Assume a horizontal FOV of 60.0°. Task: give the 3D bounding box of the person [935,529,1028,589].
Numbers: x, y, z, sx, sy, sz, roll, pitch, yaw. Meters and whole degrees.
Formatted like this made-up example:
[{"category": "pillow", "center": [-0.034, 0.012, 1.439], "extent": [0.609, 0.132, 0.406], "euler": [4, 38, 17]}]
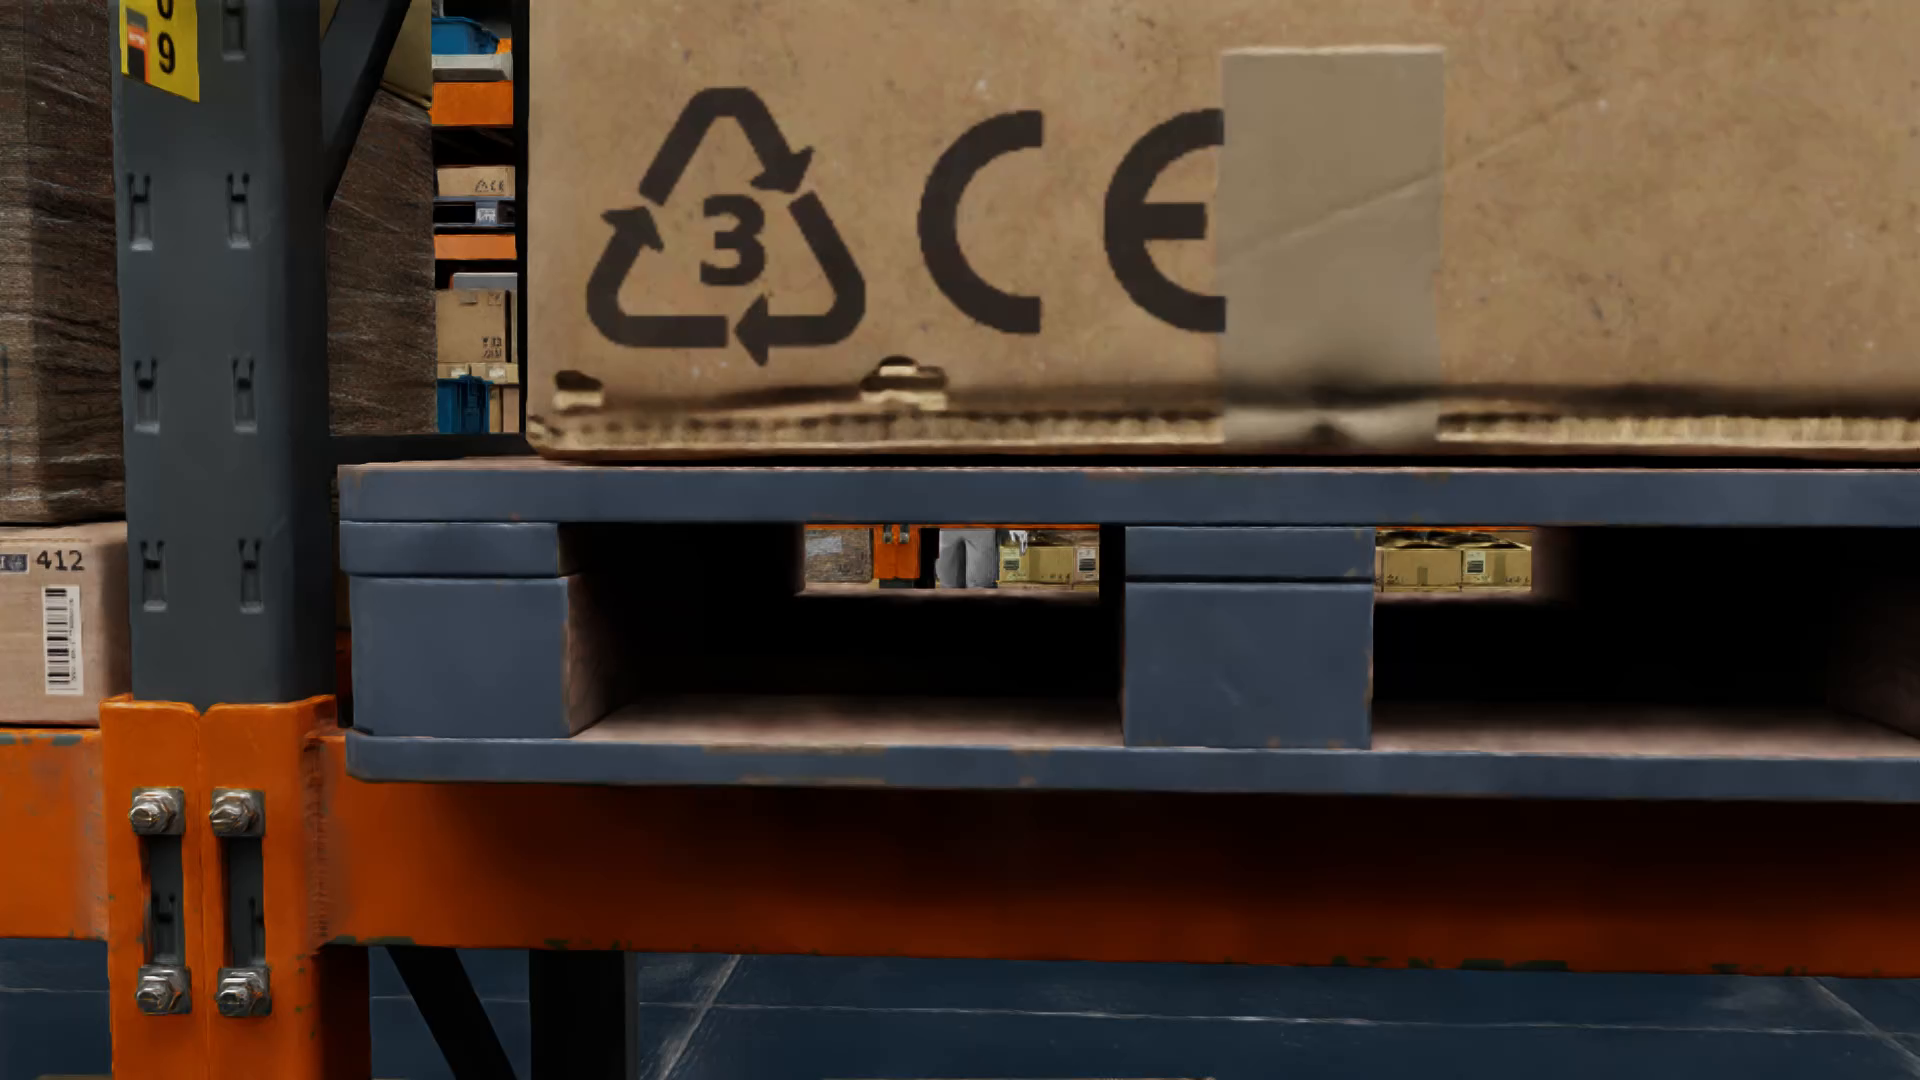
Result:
[{"category": "person", "center": [0.067, -0.069, 10.038], "extent": [0.752, 1.786, 0.536], "euler": [2, 4, 24]}]
